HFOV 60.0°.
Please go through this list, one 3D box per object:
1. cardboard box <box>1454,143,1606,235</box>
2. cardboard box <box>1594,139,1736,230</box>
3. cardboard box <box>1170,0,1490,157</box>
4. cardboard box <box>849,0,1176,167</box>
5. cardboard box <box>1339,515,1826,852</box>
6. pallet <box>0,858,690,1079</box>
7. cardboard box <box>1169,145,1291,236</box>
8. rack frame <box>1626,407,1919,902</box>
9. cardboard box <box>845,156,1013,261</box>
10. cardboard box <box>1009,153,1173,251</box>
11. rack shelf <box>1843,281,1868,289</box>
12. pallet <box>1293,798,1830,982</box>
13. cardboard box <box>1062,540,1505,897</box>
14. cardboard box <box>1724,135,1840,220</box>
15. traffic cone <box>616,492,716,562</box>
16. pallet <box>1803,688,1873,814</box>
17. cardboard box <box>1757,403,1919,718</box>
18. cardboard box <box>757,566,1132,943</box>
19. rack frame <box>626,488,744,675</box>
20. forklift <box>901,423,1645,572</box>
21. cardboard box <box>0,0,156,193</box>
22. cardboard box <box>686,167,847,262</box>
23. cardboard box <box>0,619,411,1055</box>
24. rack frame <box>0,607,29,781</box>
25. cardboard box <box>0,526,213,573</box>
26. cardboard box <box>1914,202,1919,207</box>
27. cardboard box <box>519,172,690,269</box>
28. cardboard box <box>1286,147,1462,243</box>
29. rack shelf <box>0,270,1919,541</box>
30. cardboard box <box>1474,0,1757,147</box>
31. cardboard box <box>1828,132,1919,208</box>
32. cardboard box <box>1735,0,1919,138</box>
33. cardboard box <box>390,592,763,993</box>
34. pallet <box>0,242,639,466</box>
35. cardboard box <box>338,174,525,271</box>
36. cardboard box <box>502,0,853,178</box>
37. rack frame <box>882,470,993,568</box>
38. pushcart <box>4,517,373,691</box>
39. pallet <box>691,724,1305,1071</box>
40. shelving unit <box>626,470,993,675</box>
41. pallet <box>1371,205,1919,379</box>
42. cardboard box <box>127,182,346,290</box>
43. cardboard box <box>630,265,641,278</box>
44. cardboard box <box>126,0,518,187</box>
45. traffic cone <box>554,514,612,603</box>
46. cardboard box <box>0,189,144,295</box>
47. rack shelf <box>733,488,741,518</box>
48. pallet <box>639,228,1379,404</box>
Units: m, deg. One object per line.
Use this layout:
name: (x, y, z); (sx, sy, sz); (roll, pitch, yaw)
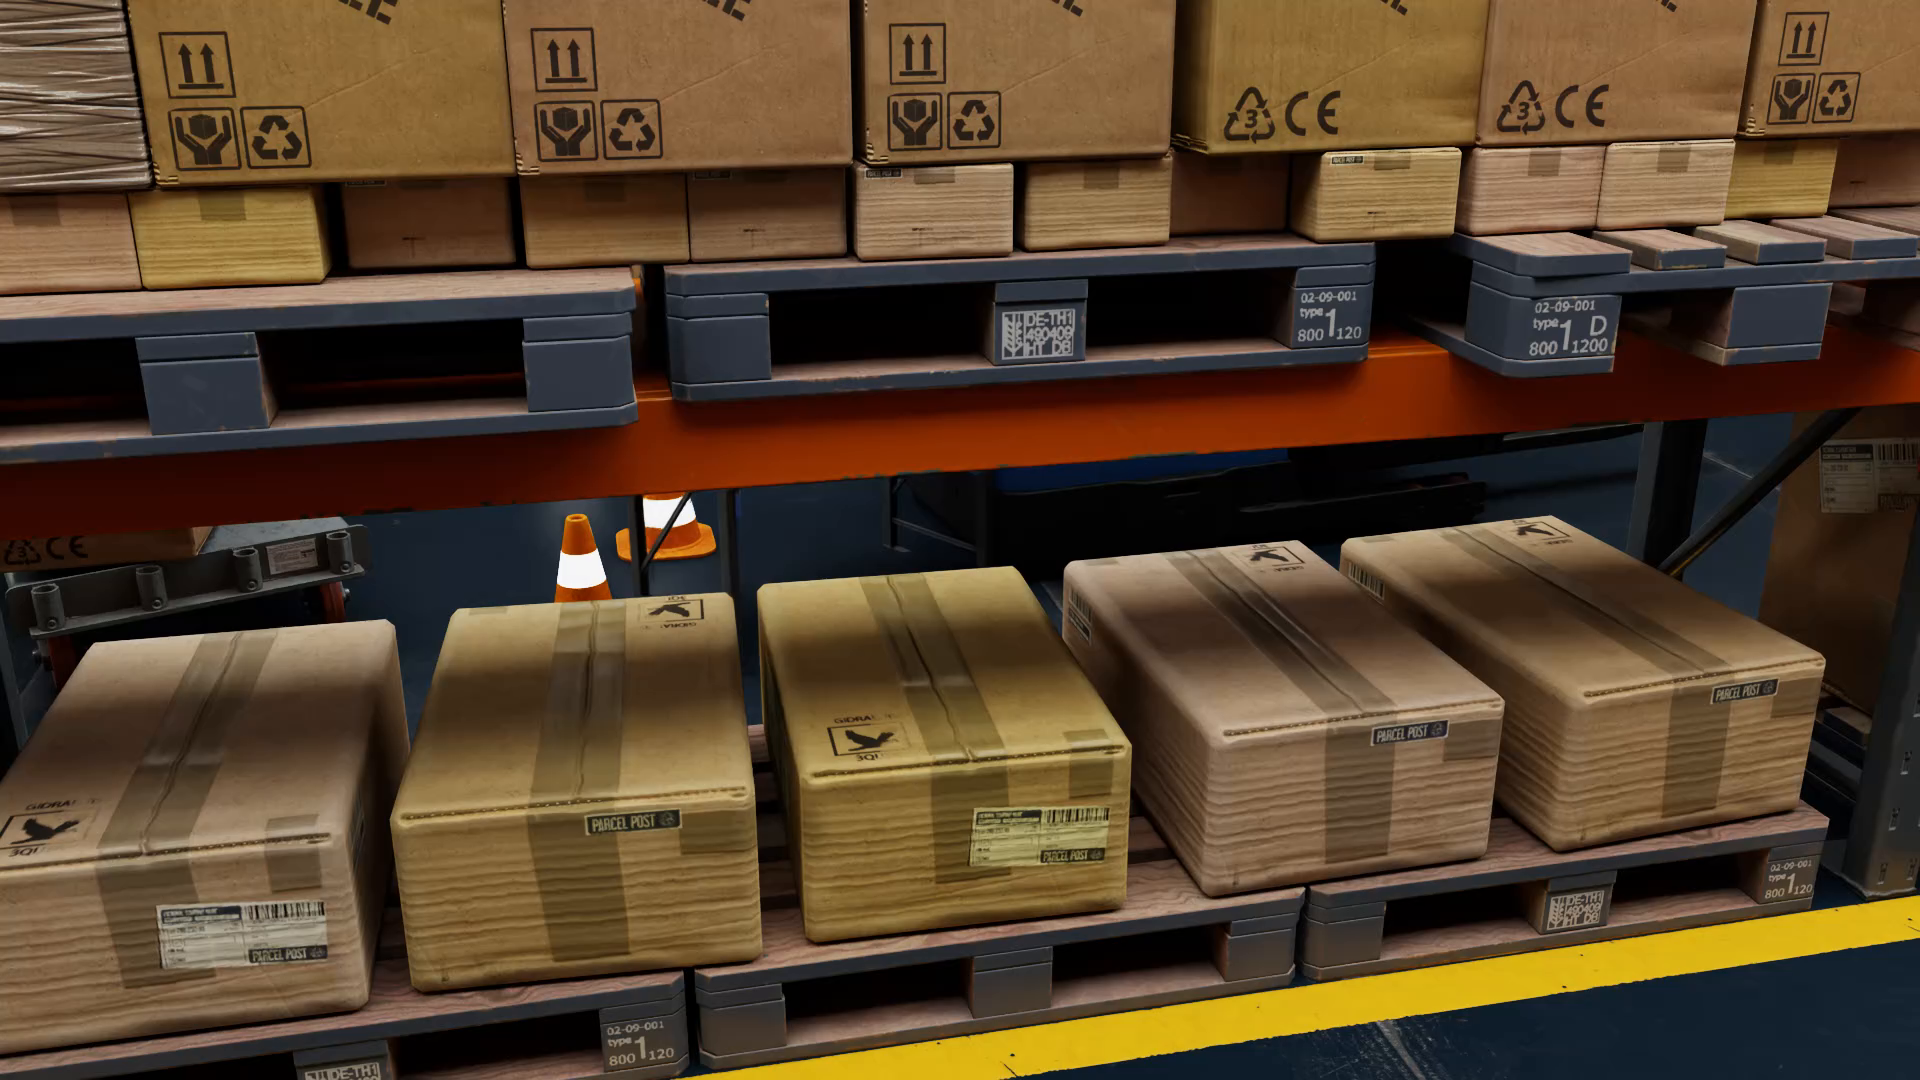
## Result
cardboard box: (0.943, -0.664, 3.020); (0.250, 0.149, 0.380); (-6, 21, -15)
cardboard box: (1.190, -0.681, 3.067); (0.250, 0.149, 0.380); (-5, 21, -13)
cardboard box: (0.564, -0.957, 2.877); (0.500, 0.500, 0.500); (-6, 21, -16)
cardboard box: (0.033, -0.914, 2.760); (0.500, 0.500, 0.500); (-6, 21, -15)
cardboard box: (1.382, 0.291, 3.868); (0.625, 0.372, 0.950); (-6, 21, -16)
pallet: (-1.201, 0.777, 3.386); (1.213, 0.211, 1.003); (-5, 21, -12)
cardboard box: (0.405, -0.659, 3.009); (0.250, 0.149, 0.380); (-4, 21, -12)
rack frame: (1.934, -0.787, 3.601); (0.127, 3.000, 1.000); (-5, 21, -12)
cardboard box: (-0.073, -0.581, 2.795); (0.250, 0.149, 0.380); (-4, 20, -10)
cardboard box: (0.179, -0.612, 2.879); (0.250, 0.149, 0.380); (-5, 21, -14)
rack shelf: (3.880, -0.607, 4.157); (4.000, 0.370, 1.077); (-5, 21, -12)
pallet: (1.173, 0.584, 3.913); (1.213, 0.211, 1.003); (-5, 21, -12)
cardboard box: (0.666, 0.352, 3.701); (0.625, 0.372, 0.950); (-5, 21, -14)
cardboard box: (1.425, -0.716, 3.162); (0.250, 0.149, 0.380); (-4, 21, -12)
traffic cone: (-1.022, -0.203, 5.697); (0.334, 0.463, 0.336); (-5, 21, -12)
pallet: (2.719, 0.485, 4.182); (1.213, 0.211, 1.003); (-5, 21, -12)
cardboard box: (2.625, -0.013, 3.968); (0.875, 0.875, 0.875); (-5, 21, -13)
cardboard box: (-0.074, 0.411, 3.543); (0.625, 0.372, 0.950); (-4, 20, -11)
rack frame: (-0.804, -0.377, 4.664); (0.032, 1.500, 0.500); (-19, 27, -41)
forklift: (1.352, -1.573, 5.848); (3.031, 2.935, 1.130); (-7, 21, -20)
cardboard box: (-1.437, -0.795, 2.436); (0.500, 0.500, 0.500); (-4, 21, -11)
cardboard box: (-0.344, -0.577, 2.785); (0.250, 0.149, 0.380); (-4, 21, -12)
cardboard box: (-1.449, 0.524, 3.232); (0.625, 0.372, 0.950); (-4, 21, -12)
rack frame: (-1.959, -0.470, 2.737); (0.127, 3.000, 1.000); (-5, 21, -12)
cardboard box: (-2.398, -0.245, 4.657); (0.500, 0.500, 0.500); (-5, 21, -12)
cardboard box: (2.366, -0.843, 3.974); (0.500, 0.250, 0.500); (-5, 21, -14)
cardboard box: (-0.585, -0.559, 2.733); (0.250, 0.149, 0.380); (-4, 21, -12)
cardboard box: (0.678, -0.637, 2.948); (0.250, 0.149, 0.380); (-4, 21, -12)
rack shelf: (-0.012, -0.291, 3.293); (4.000, 0.370, 1.077); (-5, 21, -12)
cardboard box: (1.055, -0.997, 2.987); (0.500, 0.500, 0.500); (-5, 21, -13)
cardboard box: (1.669, -0.761, 3.286); (0.250, 0.149, 0.380); (-4, 20, -10)
cardboard box: (1.556, -1.041, 3.108); (0.500, 0.500, 0.500); (-5, 21, -14)
cardboard box: (-0.750, 0.466, 3.391); (0.625, 0.372, 0.950); (-3, 20, -9)
pallet: (-1.181, -0.392, 2.802); (1.213, 0.211, 1.003); (-5, 21, -12)
cardboard box: (-0.845, -0.552, 2.716); (0.250, 0.149, 0.380); (-3, 20, -9)
cardboard box: (-0.465, -0.869, 2.639); (0.500, 0.500, 0.500); (-5, 21, -13)
rack frame: (-0.080, -0.623, 5.334); (0.032, 1.500, 0.500); (-19, 27, -41)
pushcart: (-2.532, 0.002, 5.261); (0.936, 0.377, 1.648); (-13, 24, -31)
pallet: (-0.012, 0.679, 3.653); (1.213, 0.211, 1.003); (-5, 21, -12)
shelving unit: (-0.442, -0.500, 4.999); (1.048, 1.500, 0.538); (-19, 27, -41)
pallet: (1.265, -0.605, 3.383); (1.003, 0.211, 1.213); (-5, 21, -12)
cardboard box: (-1.103, -0.504, 2.585); (0.250, 0.149, 0.380); (-4, 21, -11)
cardboard box: (-1.673, -1.414, 7.974); (0.750, 0.750, 1.050); (-5, 21, -12)
cardboard box: (-0.949, -0.835, 2.544); (0.500, 0.500, 0.500); (-5, 21, -12)
traffic cone: (-1.074, 0.154, 4.721); (0.334, 0.463, 0.336); (-5, 21, -12)
cardboard box: (-1.348, -0.487, 2.539); (0.250, 0.149, 0.380); (-4, 21, -12)
rack shelf: (-0.442, -0.331, 5.061); (1.000, 0.185, 0.538); (-19, 27, -41)
pallet: (0.017, -0.526, 3.169); (1.213, 0.211, 1.003); (-5, 21, -12)
